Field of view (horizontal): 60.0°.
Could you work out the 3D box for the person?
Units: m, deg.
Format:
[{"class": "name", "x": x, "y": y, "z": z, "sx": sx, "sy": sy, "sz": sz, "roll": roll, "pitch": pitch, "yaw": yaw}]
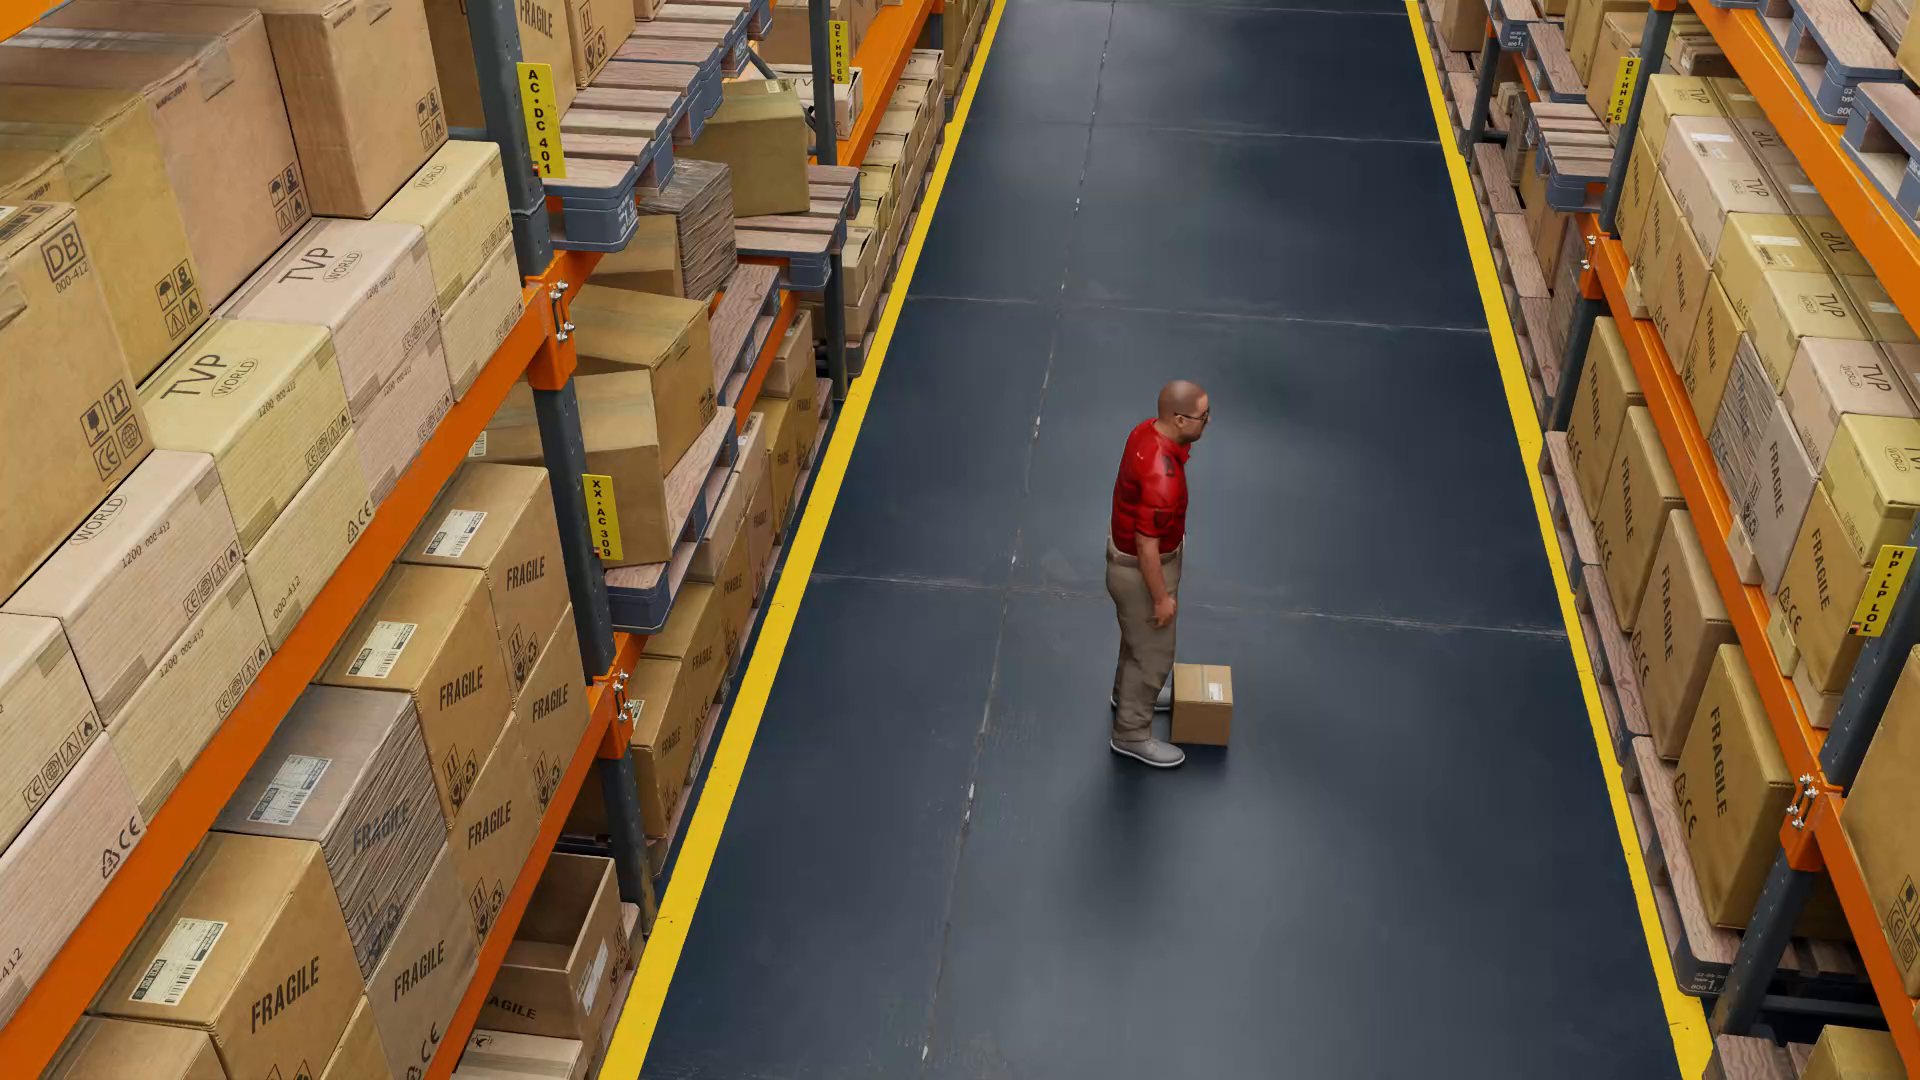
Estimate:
[{"class": "person", "x": 0.804, "y": 0.109, "z": 6.902, "sx": 0.390, "sy": 1.726, "sz": 0.605, "roll": 2, "pitch": 36, "yaw": 3}]
